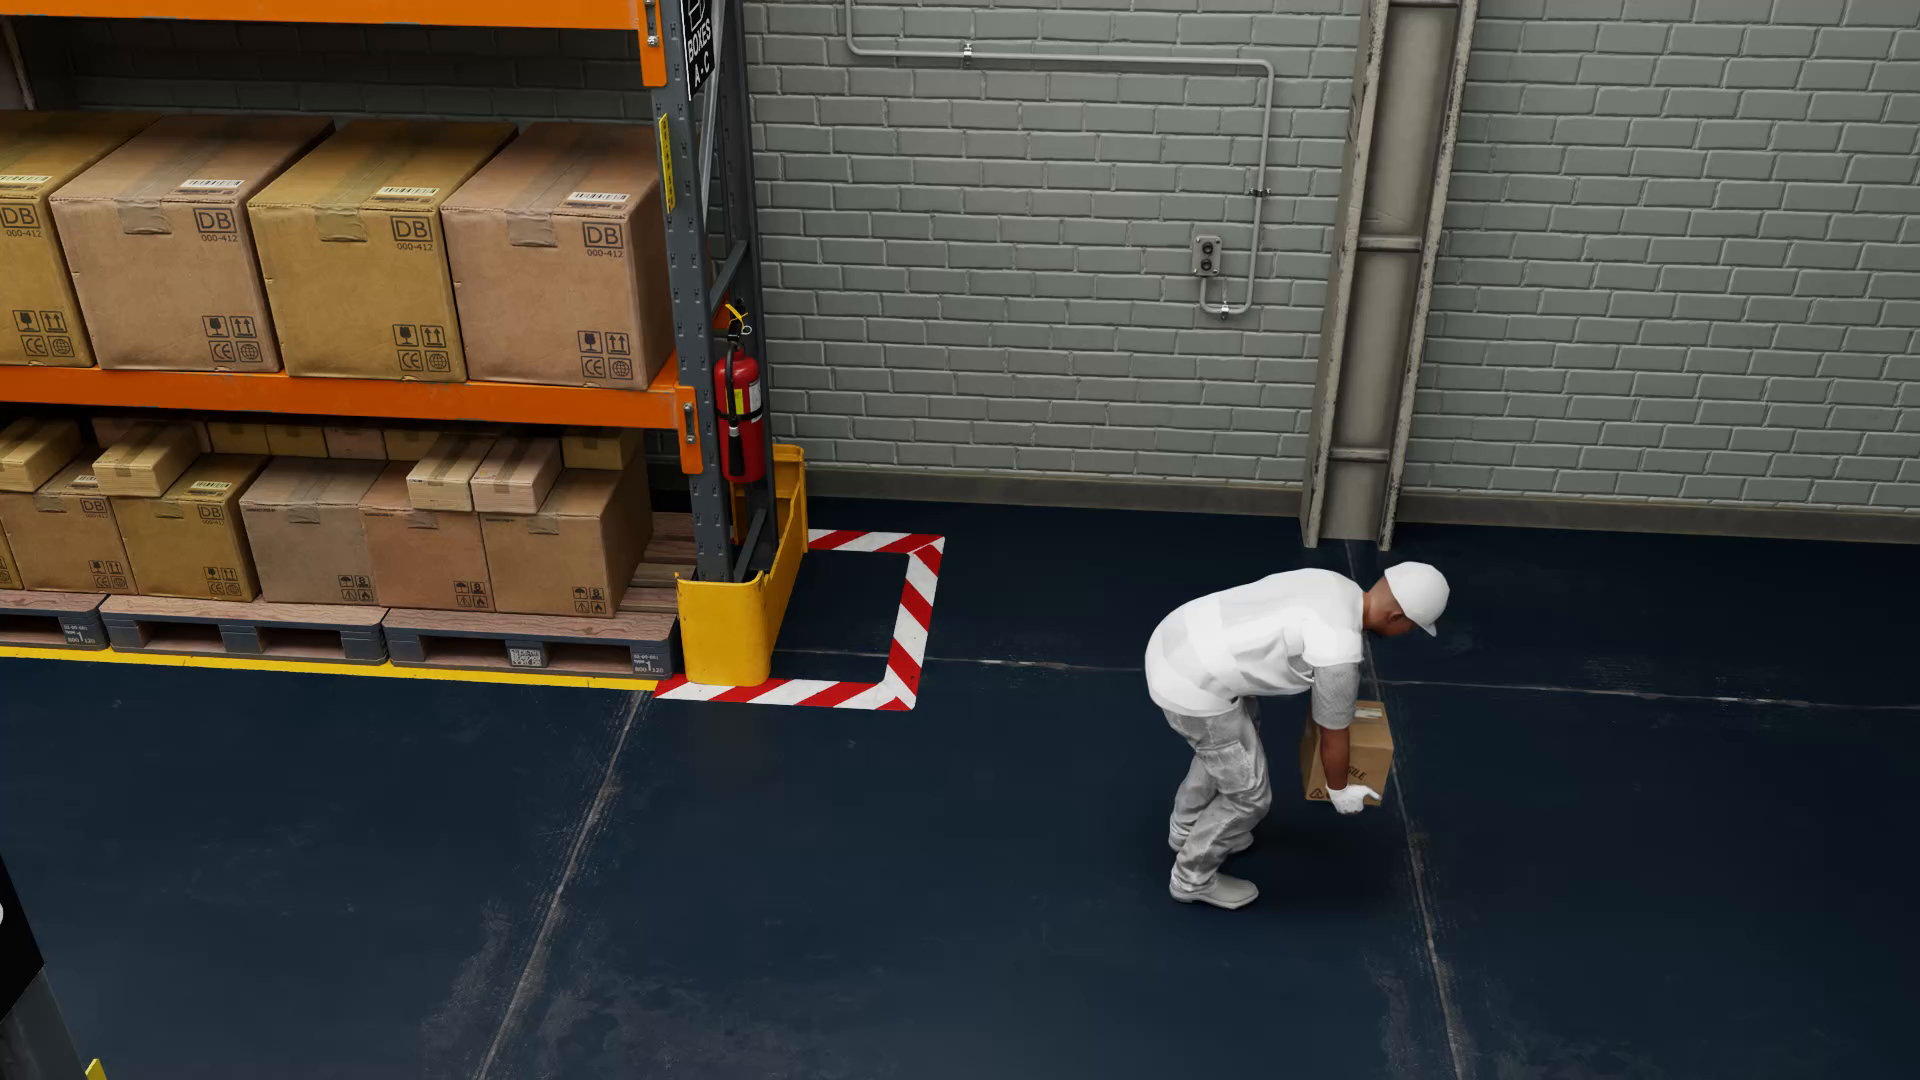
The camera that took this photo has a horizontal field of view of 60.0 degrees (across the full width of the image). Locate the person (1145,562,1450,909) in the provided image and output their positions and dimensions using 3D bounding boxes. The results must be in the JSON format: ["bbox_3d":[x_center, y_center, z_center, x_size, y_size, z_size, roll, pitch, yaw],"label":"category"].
[{"bbox_3d":[1.080,0.624,5.571,0.937,1.290,0.506,1,32,2],"label":"person"}]
